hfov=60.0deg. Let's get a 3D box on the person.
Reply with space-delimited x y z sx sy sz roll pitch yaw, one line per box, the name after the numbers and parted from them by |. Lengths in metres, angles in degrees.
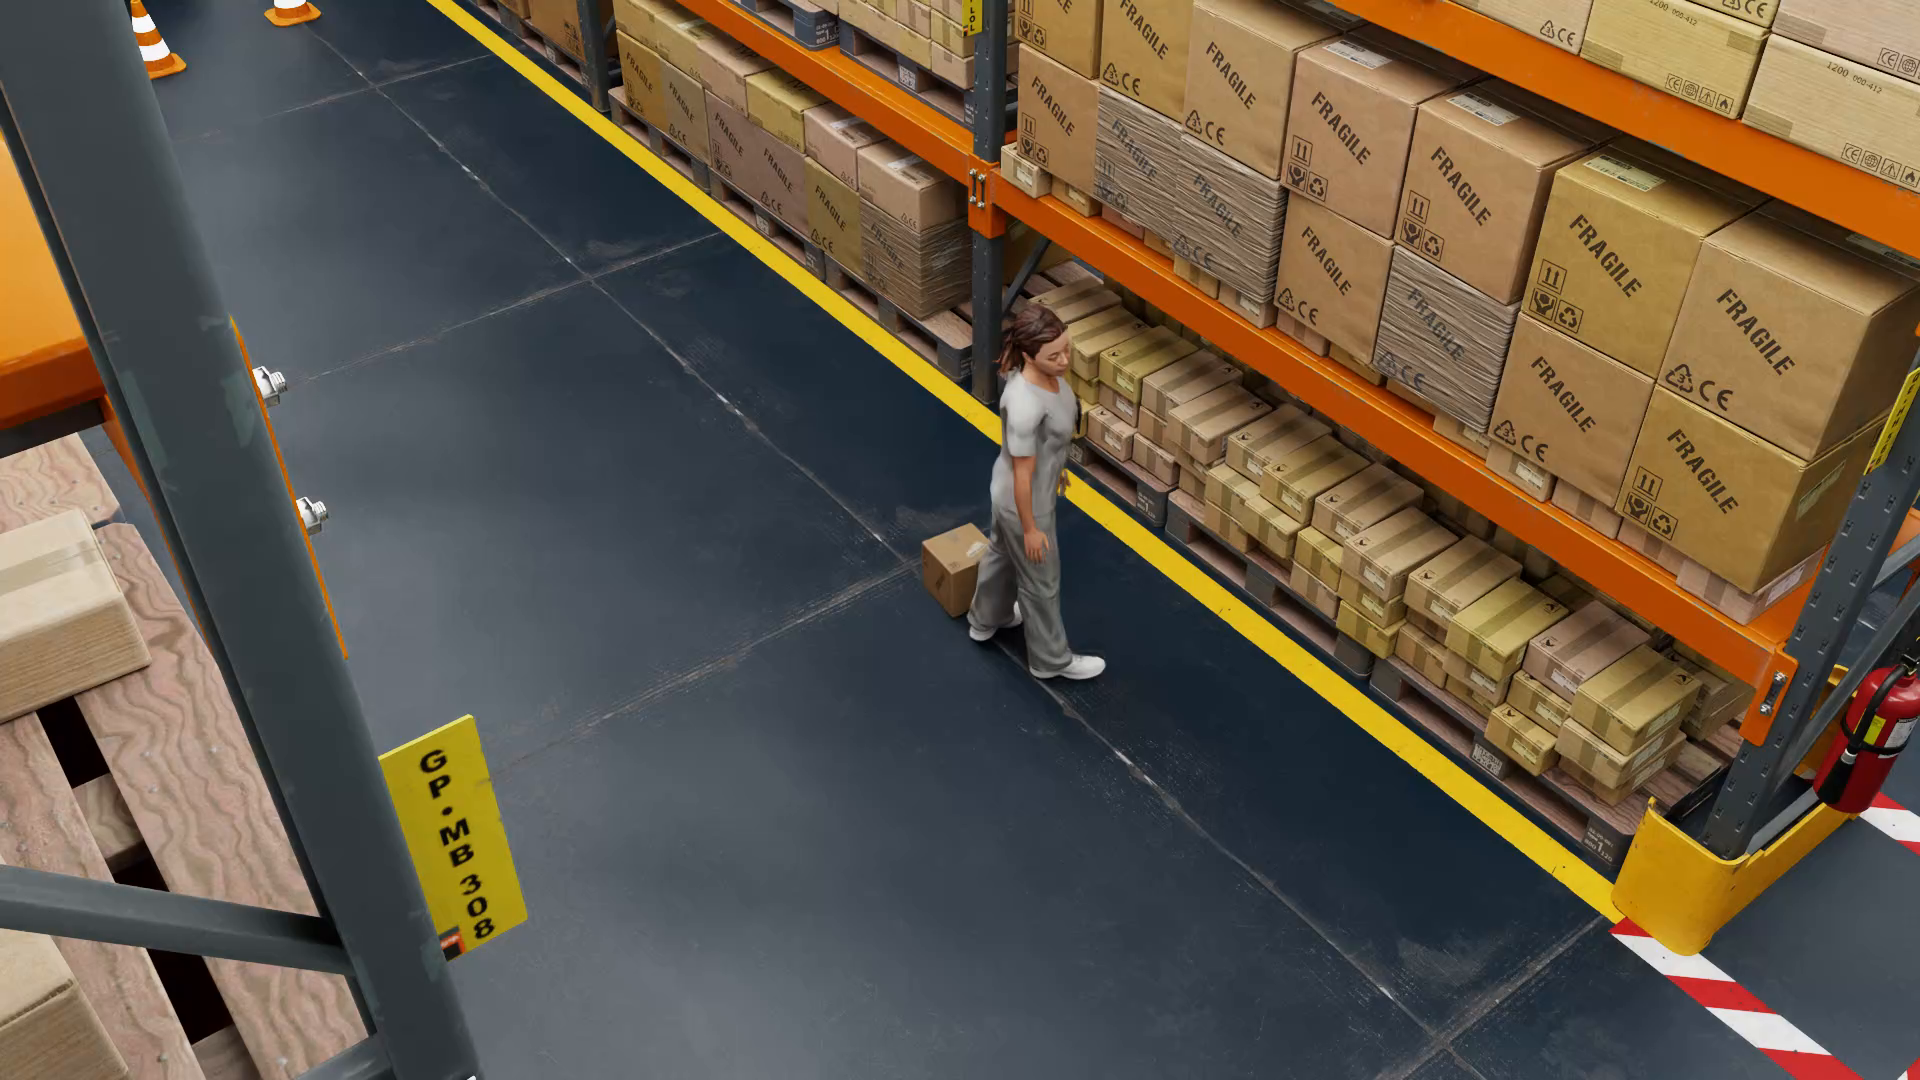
0.309 -0.166 6.316 0.583 1.666 0.536 4 41 4 | person
